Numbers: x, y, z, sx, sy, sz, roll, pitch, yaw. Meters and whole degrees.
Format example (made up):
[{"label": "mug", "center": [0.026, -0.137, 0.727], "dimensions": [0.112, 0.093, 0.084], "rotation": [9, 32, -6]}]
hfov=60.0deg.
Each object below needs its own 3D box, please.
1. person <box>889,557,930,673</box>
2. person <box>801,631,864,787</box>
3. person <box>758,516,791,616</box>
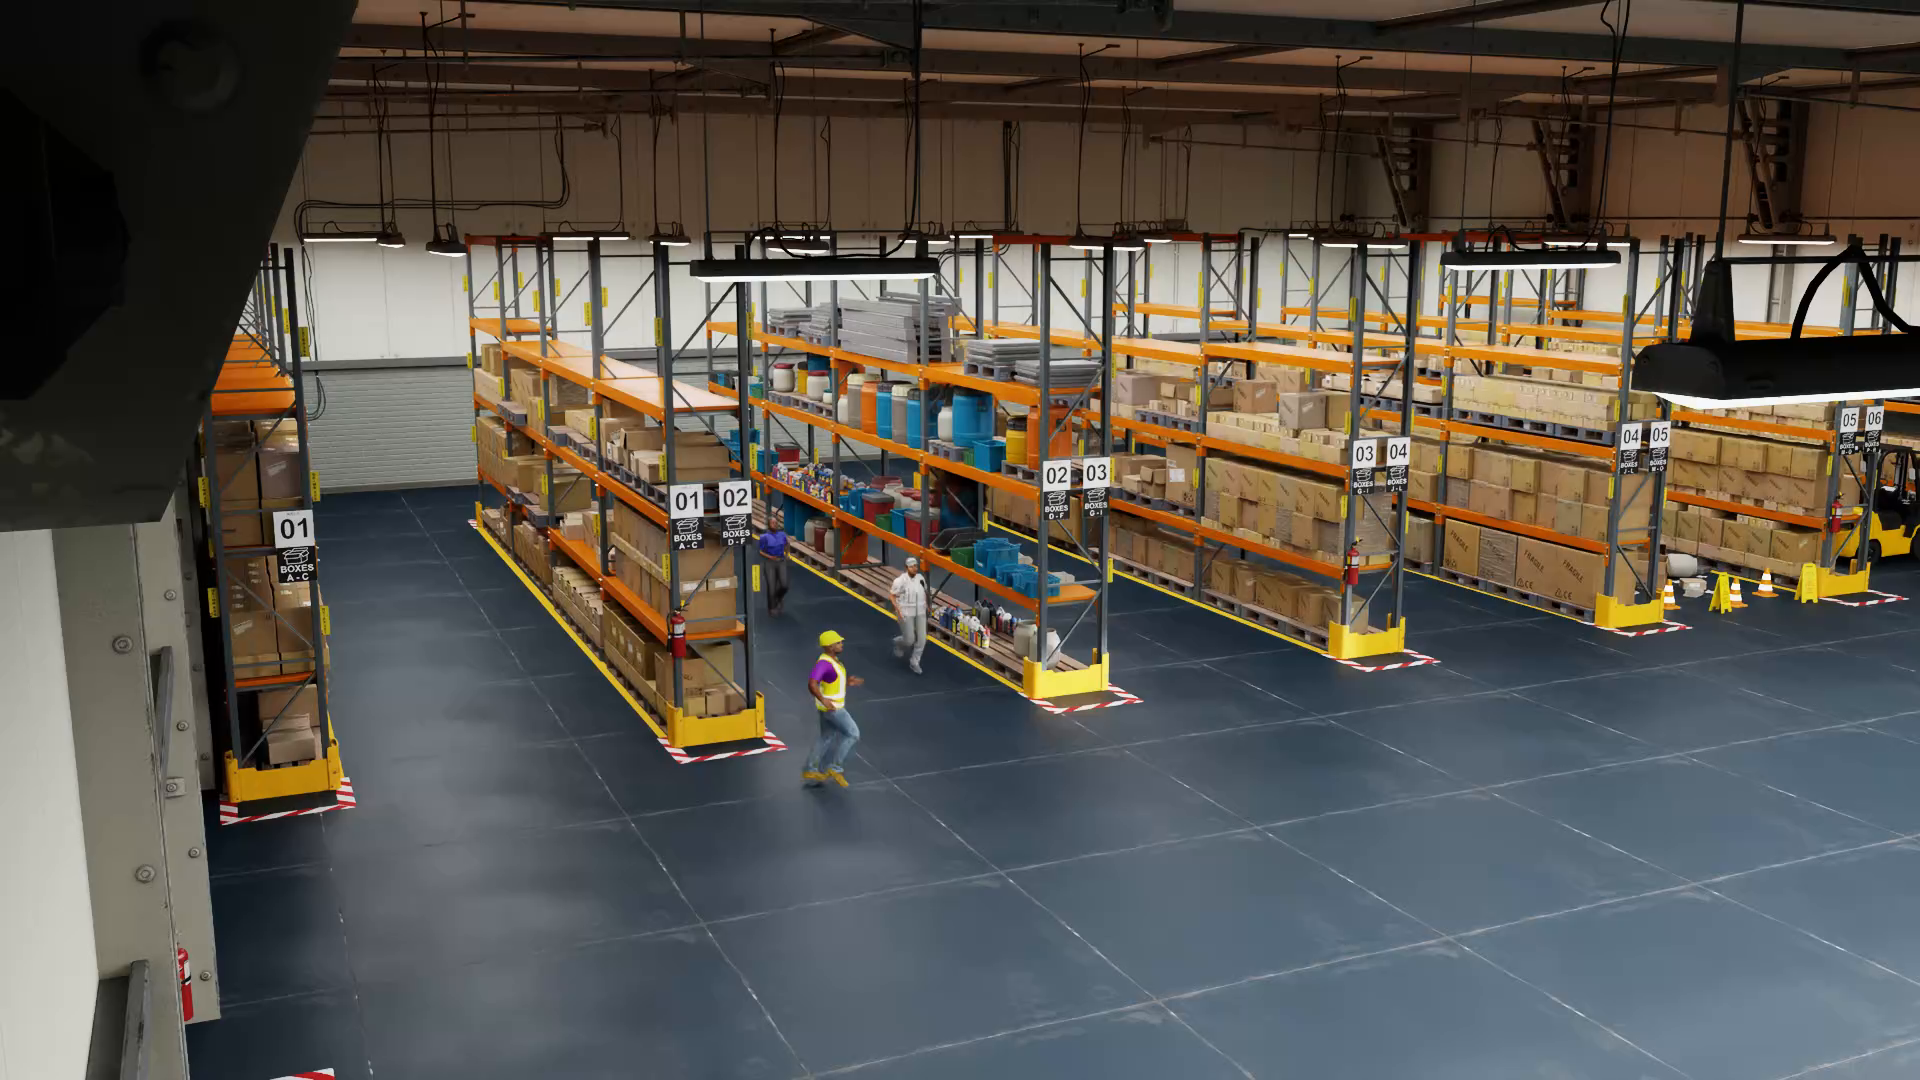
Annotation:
[{"label": "person", "center": [-0.702, 1.040, 23.566], "dimensions": [0.616, 1.633, 0.599], "rotation": [-6, 12, -27]}, {"label": "person", "center": [-1.431, 1.905, 18.743], "dimensions": [0.736, 1.799, 0.673], "rotation": [-2, 11, -8]}, {"label": "person", "center": [-2.943, 0.429, 26.668], "dimensions": [0.561, 1.618, 0.562], "rotation": [-5, 12, -24]}]
